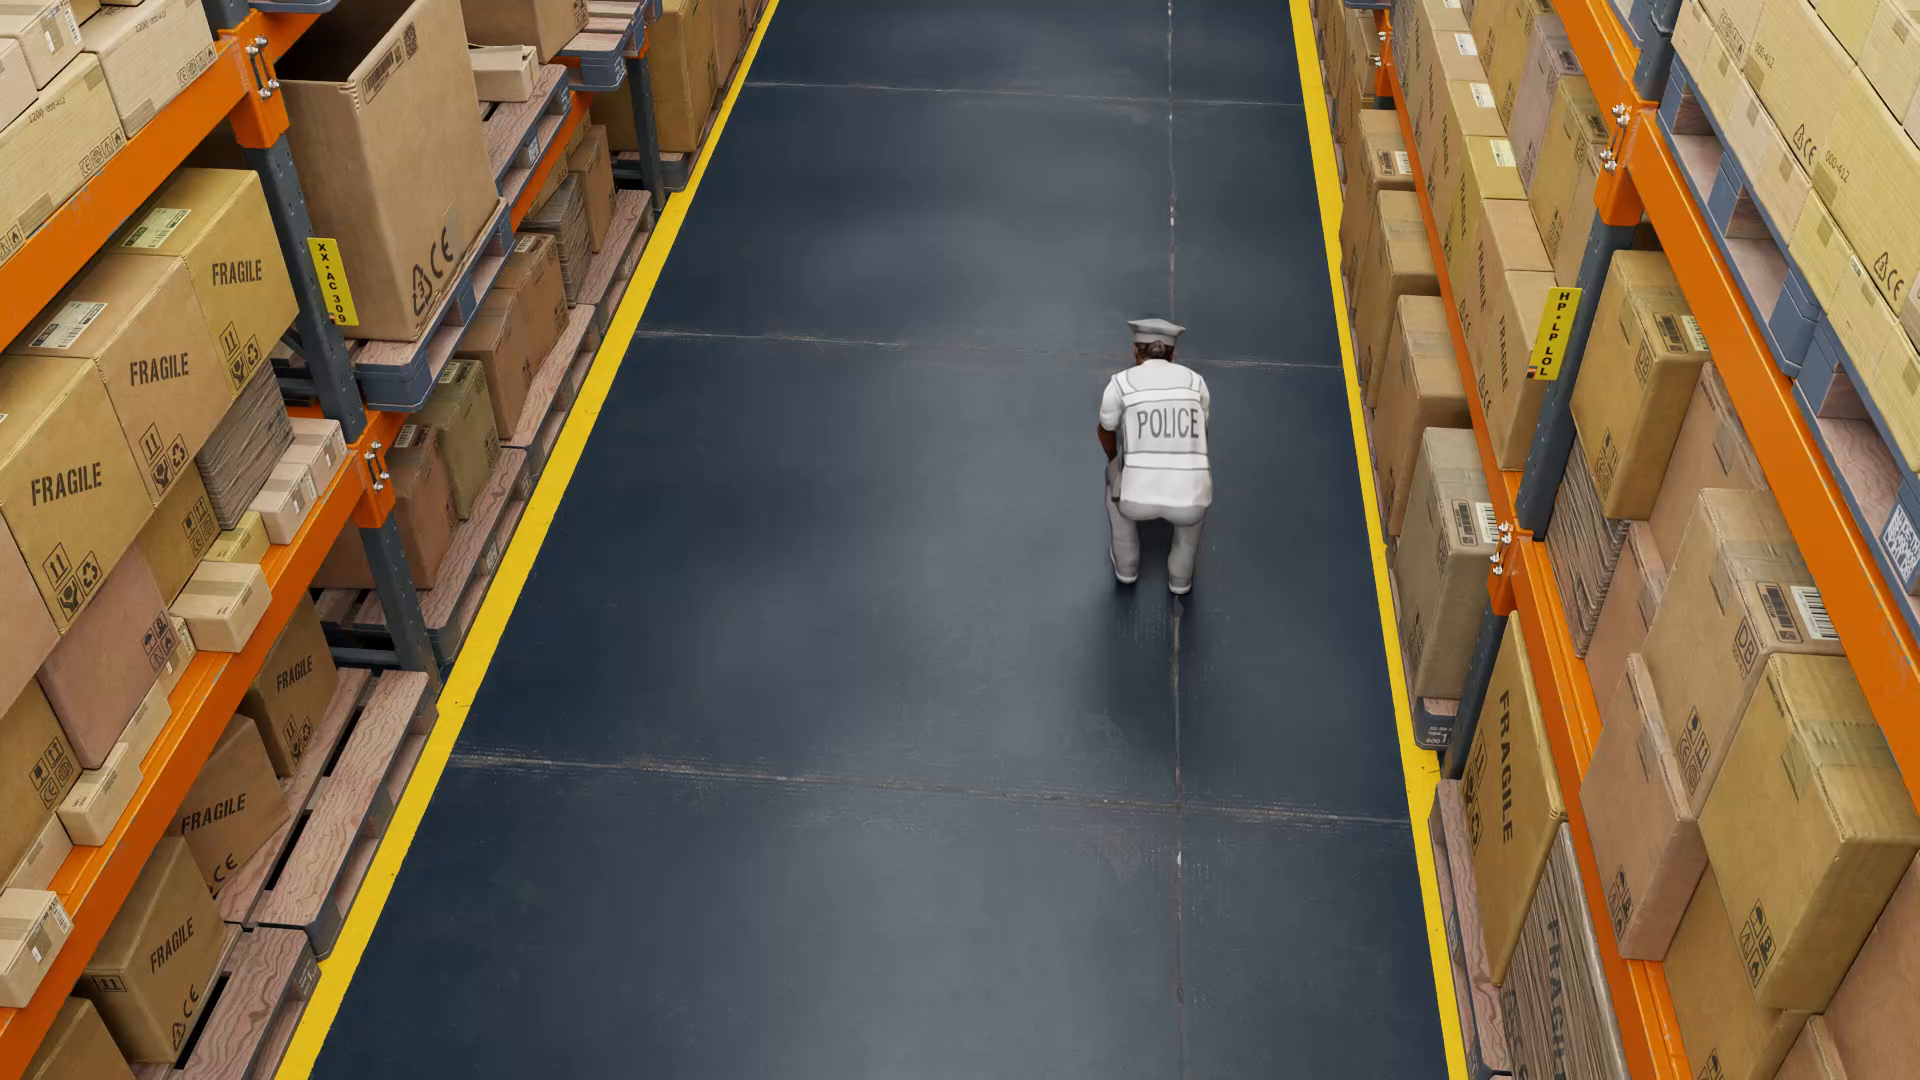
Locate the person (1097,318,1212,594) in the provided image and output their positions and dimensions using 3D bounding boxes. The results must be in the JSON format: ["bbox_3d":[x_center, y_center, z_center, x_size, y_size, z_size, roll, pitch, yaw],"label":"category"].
[{"bbox_3d":[0.819,-0.335,7.011,0.492,1.076,0.826,3,40,4],"label":"person"}]
